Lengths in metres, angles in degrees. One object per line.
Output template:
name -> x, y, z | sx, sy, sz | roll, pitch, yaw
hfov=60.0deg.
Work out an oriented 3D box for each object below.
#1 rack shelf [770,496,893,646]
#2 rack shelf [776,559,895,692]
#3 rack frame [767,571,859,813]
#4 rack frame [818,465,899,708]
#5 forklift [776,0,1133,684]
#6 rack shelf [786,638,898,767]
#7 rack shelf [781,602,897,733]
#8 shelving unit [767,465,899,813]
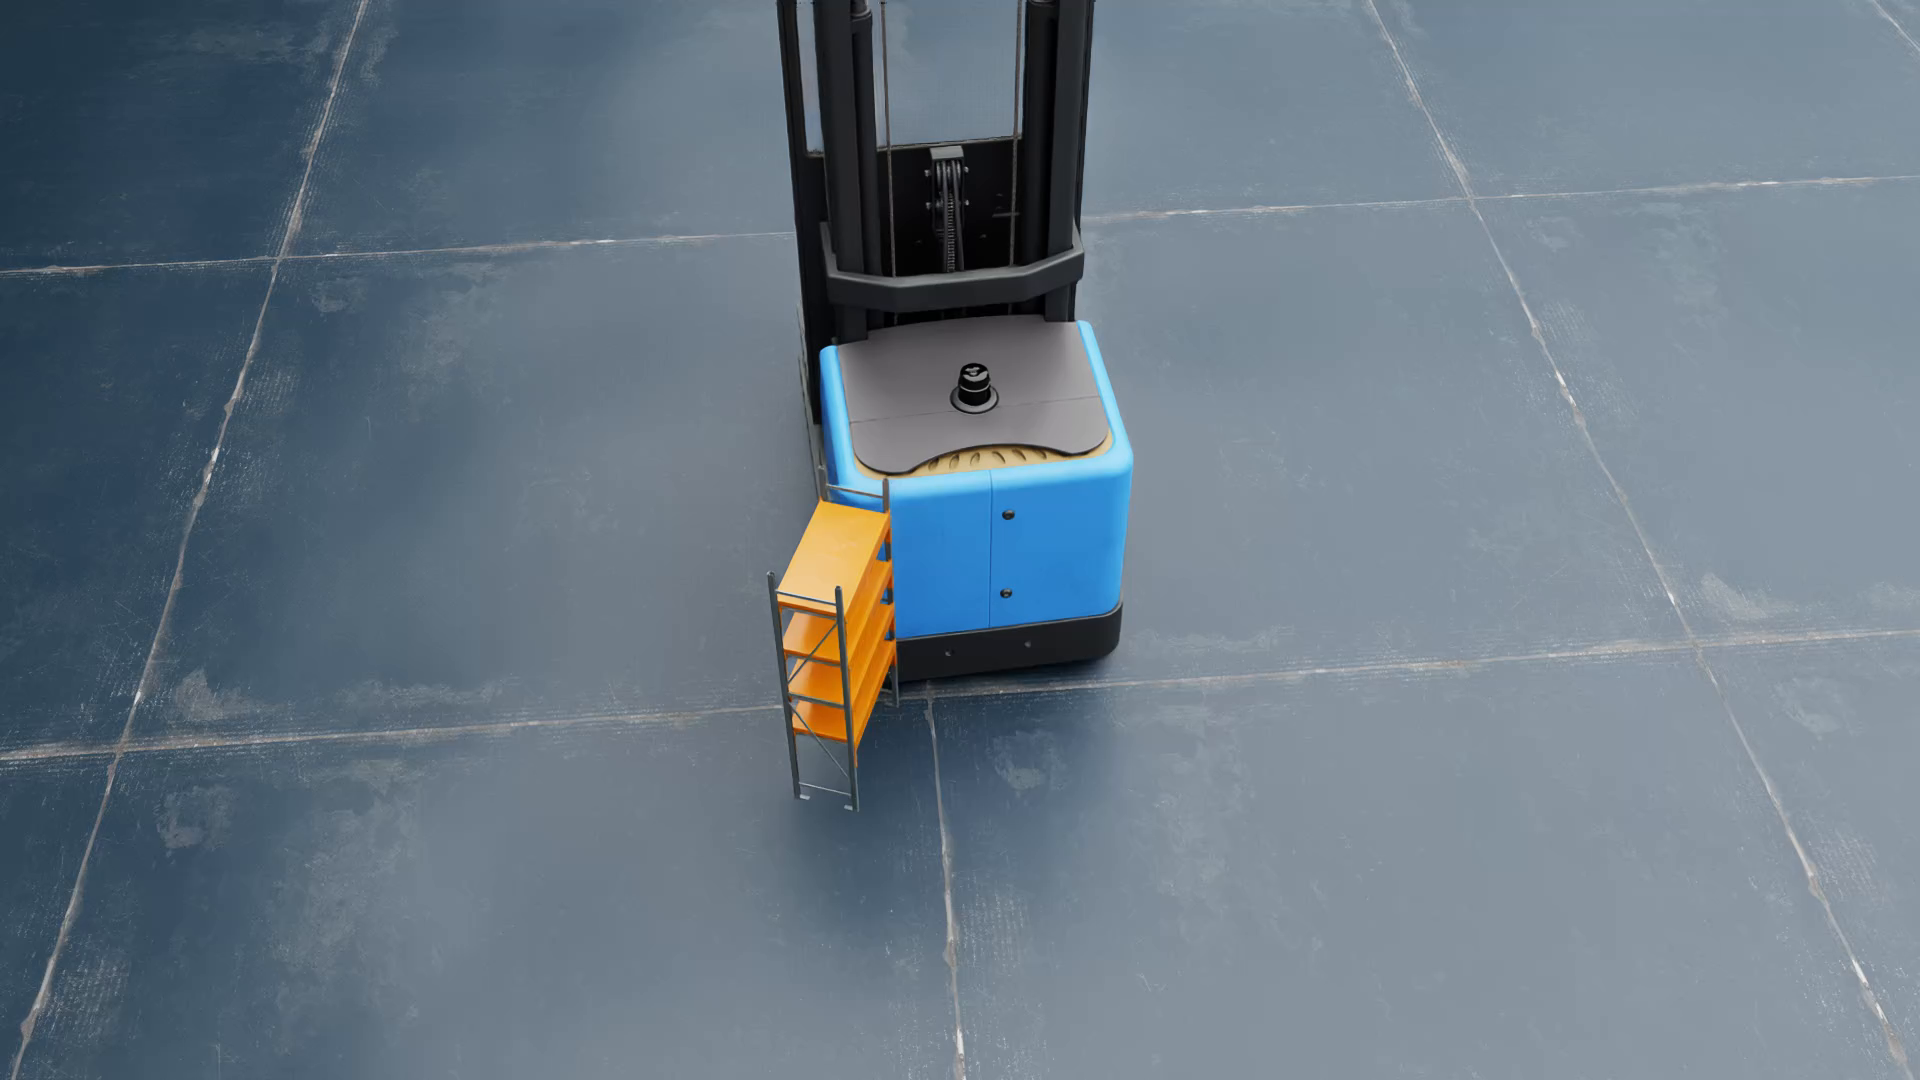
rack shelf -> -0.414, 0.096, 5.428 | 0.258, 0.148, 0.480 | 11, 48, 11
rack shelf -> -0.414, 0.258, 5.600 | 0.258, 0.148, 0.480 | 11, 48, 11
rack frame -> -0.479, 0.536, 5.552 | 0.240, 1.200, 0.015 | 11, 48, 11
rack frame -> -0.348, 0.195, 5.875 | 0.240, 1.200, 0.015 | 11, 48, 11
forklift -> -0.121, -1.547, 6.333 | 1.130, 2.935, 3.031 | -6, 47, -6
rack shelf -> -0.414, 0.549, 5.907 | 0.258, 0.148, 0.480 | 11, 48, 11
rack shelf -> -0.414, 0.412, 5.763 | 0.258, 0.148, 0.480 | 11, 48, 11
shelving unit -> -0.414, 0.366, 5.714 | 0.258, 1.200, 0.503 | 11, 48, 11
